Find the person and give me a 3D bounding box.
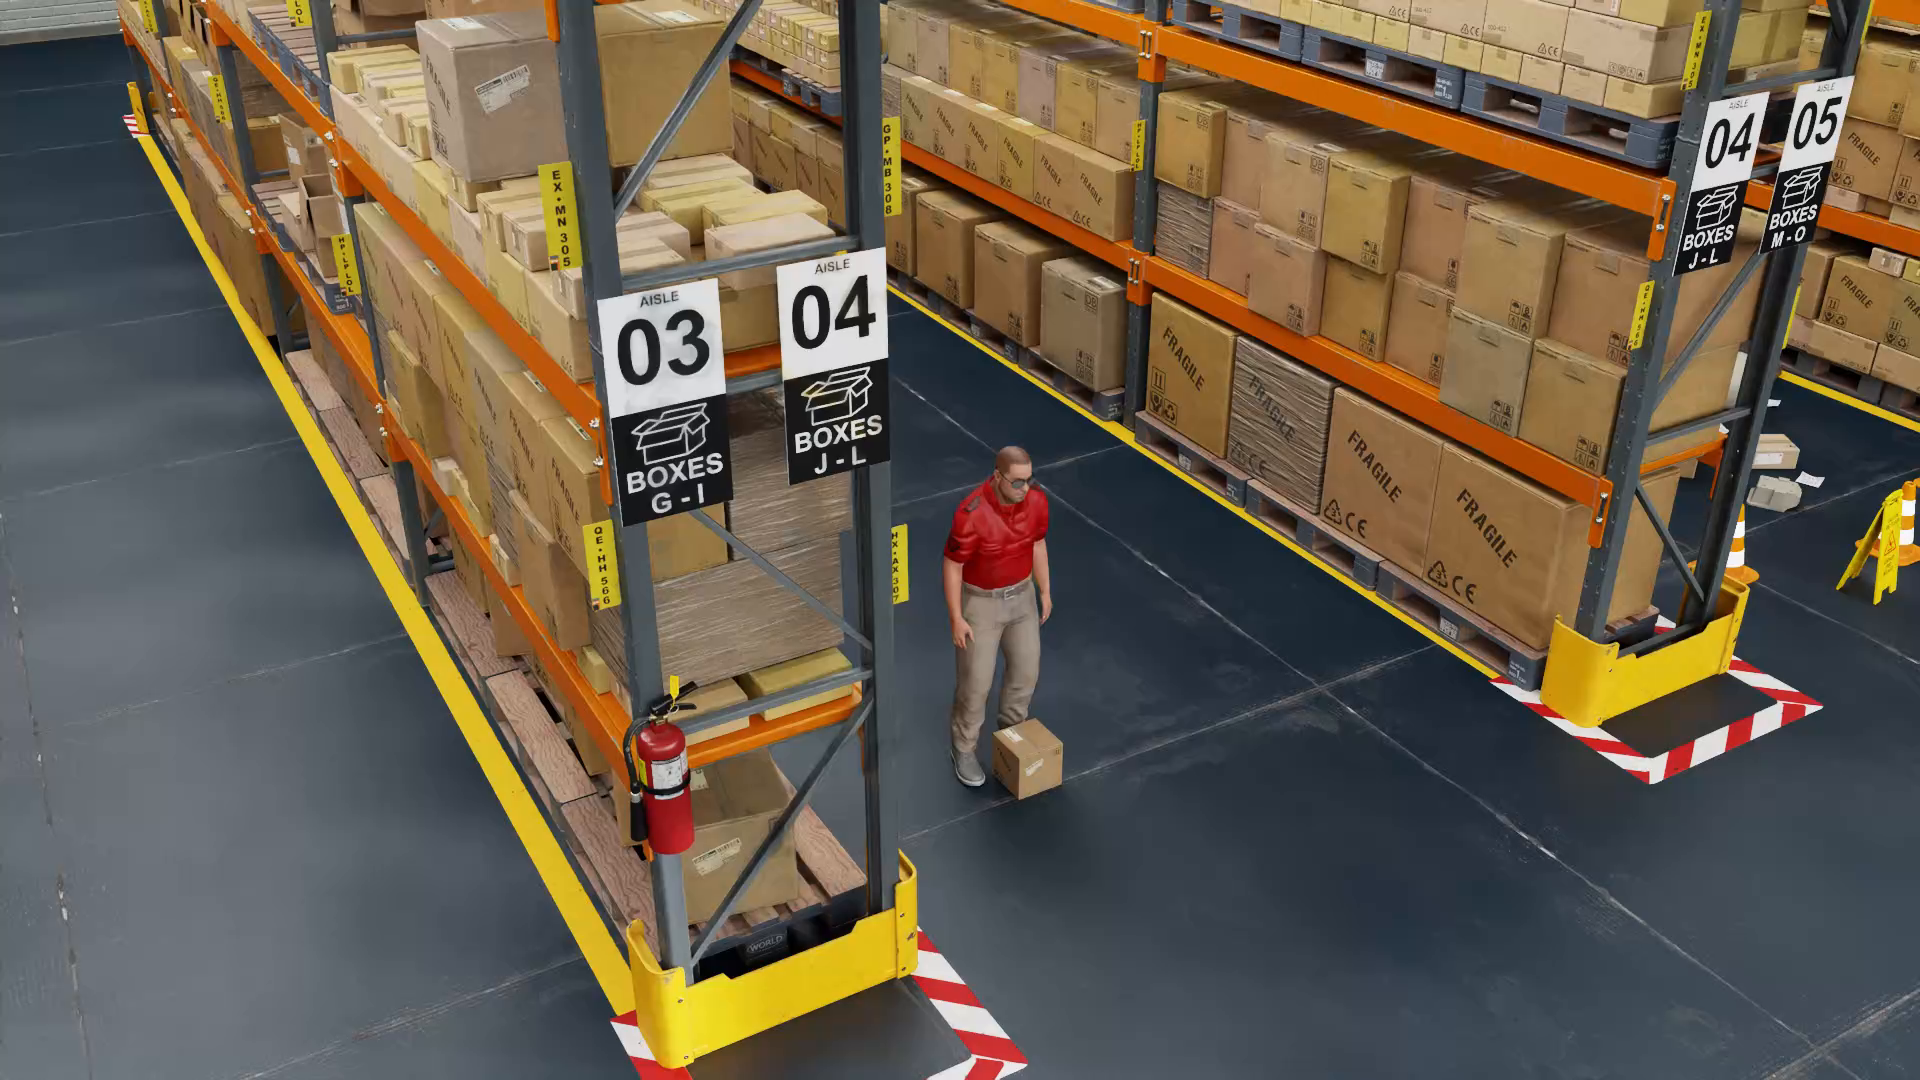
[{"bbox_3d":[0.190,0.322,7.994,0.588,1.726,0.390,-17,33,-28],"label":"person"}]
